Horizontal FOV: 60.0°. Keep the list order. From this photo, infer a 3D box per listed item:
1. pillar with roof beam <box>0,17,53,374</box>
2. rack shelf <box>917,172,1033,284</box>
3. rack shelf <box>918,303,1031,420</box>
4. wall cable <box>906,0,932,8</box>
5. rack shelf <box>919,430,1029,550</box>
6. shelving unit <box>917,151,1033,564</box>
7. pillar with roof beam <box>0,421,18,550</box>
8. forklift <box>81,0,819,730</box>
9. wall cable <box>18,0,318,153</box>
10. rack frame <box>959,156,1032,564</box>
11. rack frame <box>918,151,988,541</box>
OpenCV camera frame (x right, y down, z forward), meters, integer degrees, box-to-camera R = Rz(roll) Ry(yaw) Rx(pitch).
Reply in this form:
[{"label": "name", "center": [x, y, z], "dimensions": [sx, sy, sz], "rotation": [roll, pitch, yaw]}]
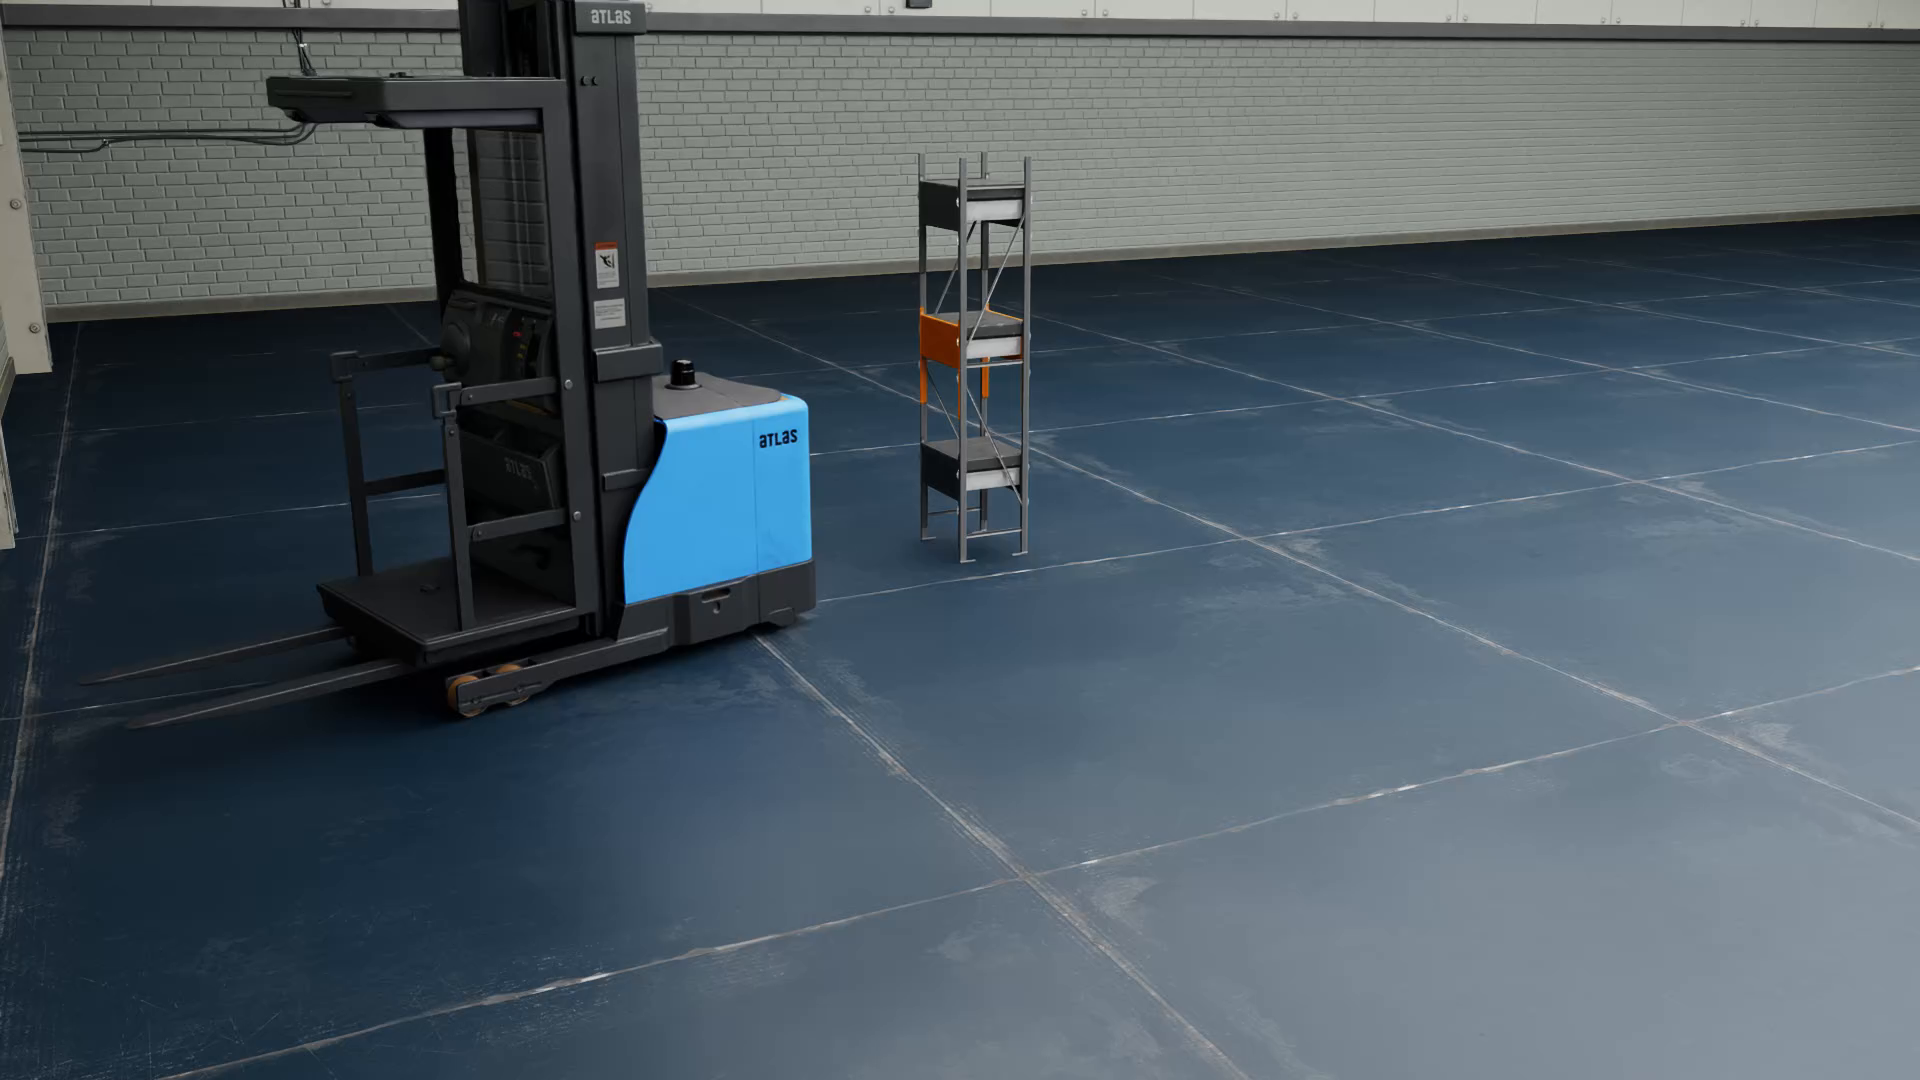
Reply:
[{"label": "pillar with roof beam", "center": [-4.158, -6.321, 14.962], "dimensions": [9.100, 9.000, 0.400], "rotation": [-8, 18, -25]}, {"label": "rack shelf", "center": [0.072, -1.628, 8.629], "dimensions": [0.431, 0.518, 0.480], "rotation": [-8, 18, -25]}, {"label": "rack shelf", "center": [0.072, -0.955, 8.822], "dimensions": [0.431, 0.518, 0.480], "rotation": [-8, 18, -25]}, {"label": "wall cable", "center": [0.411, -9.469, 19.766], "dimensions": [2.305, 6.003, 0.169], "rotation": [-8, 18, -25]}, {"label": "rack shelf", "center": [0.073, -0.282, 9.015], "dimensions": [0.431, 0.518, 0.480], "rotation": [-8, 18, -25]}, {"label": "shelving unit", "center": [0.072, -0.968, 8.818], "dimensions": [0.431, 2.100, 0.503], "rotation": [-8, 18, -25]}, {"label": "pillar with roof beam", "center": [-1.529, -4.833, 9.777], "dimensions": [9.100, 9.000, 0.400], "rotation": [-8, 18, -25]}, {"label": "forklift", "center": [-2.105, -0.856, 6.921], "dimensions": [3.031, 2.935, 1.130], "rotation": [-14, 21, -40]}, {"label": "wall cable", "center": [-8.130, -5.198, 16.680], "dimensions": [3.097, 2.526, 0.112], "rotation": [-8, 18, -25]}, {"label": "rack frame", "center": [0.179, -0.908, 8.607], "dimensions": [0.400, 2.100, 0.015], "rotation": [-8, 18, -25]}, {"label": "rack frame", "center": [-0.034, -1.029, 9.029], "dimensions": [0.400, 2.100, 0.015], "rotation": [-8, 18, -25]}]
